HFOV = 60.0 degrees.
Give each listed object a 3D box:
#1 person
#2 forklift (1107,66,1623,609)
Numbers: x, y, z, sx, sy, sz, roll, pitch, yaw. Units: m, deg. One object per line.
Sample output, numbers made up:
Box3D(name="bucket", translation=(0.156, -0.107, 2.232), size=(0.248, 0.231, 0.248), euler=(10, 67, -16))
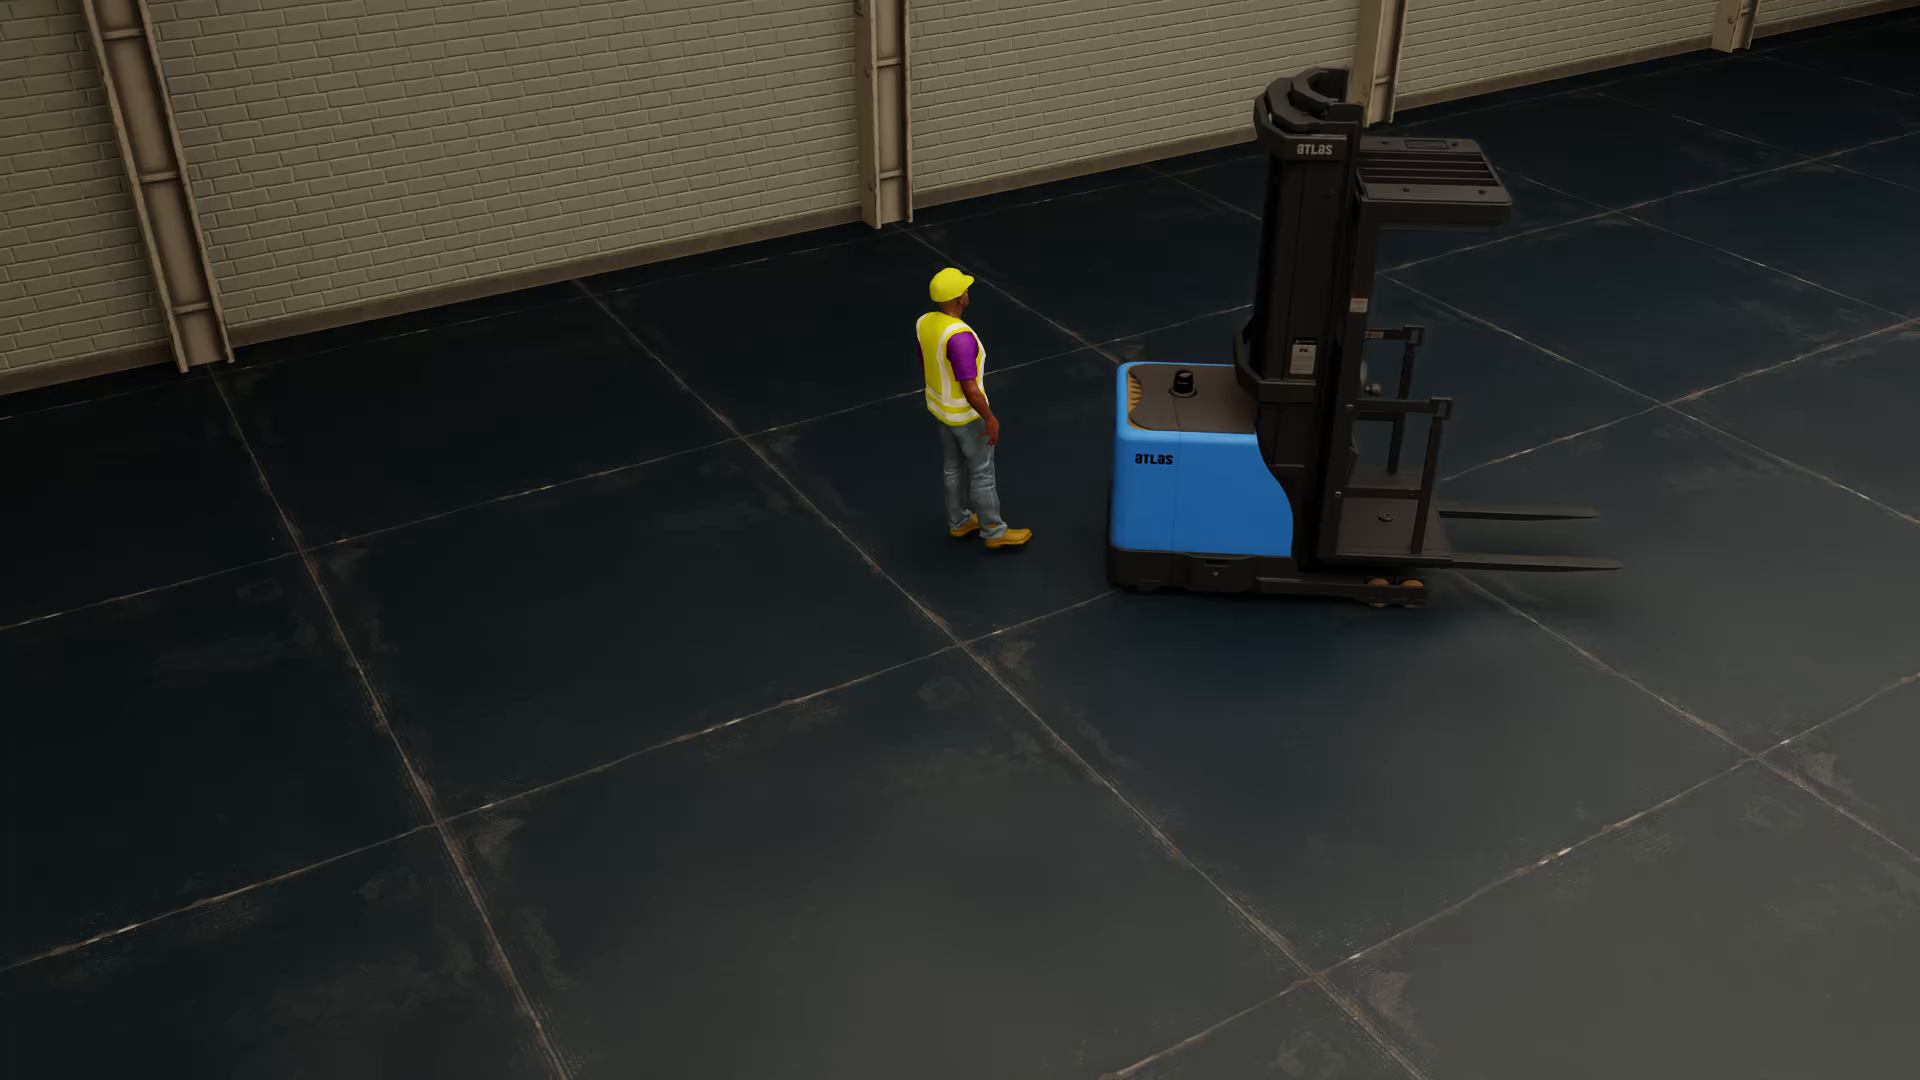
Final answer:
Box3D(name="person", translation=(0.062, -0.814, 10.048), size=(0.577, 1.765, 0.665), euler=(-17, 35, -26))
Box3D(name="forklift", translation=(2.427, -1.138, 9.548), size=(3.031, 2.935, 1.130), euler=(2, 31, 4))
